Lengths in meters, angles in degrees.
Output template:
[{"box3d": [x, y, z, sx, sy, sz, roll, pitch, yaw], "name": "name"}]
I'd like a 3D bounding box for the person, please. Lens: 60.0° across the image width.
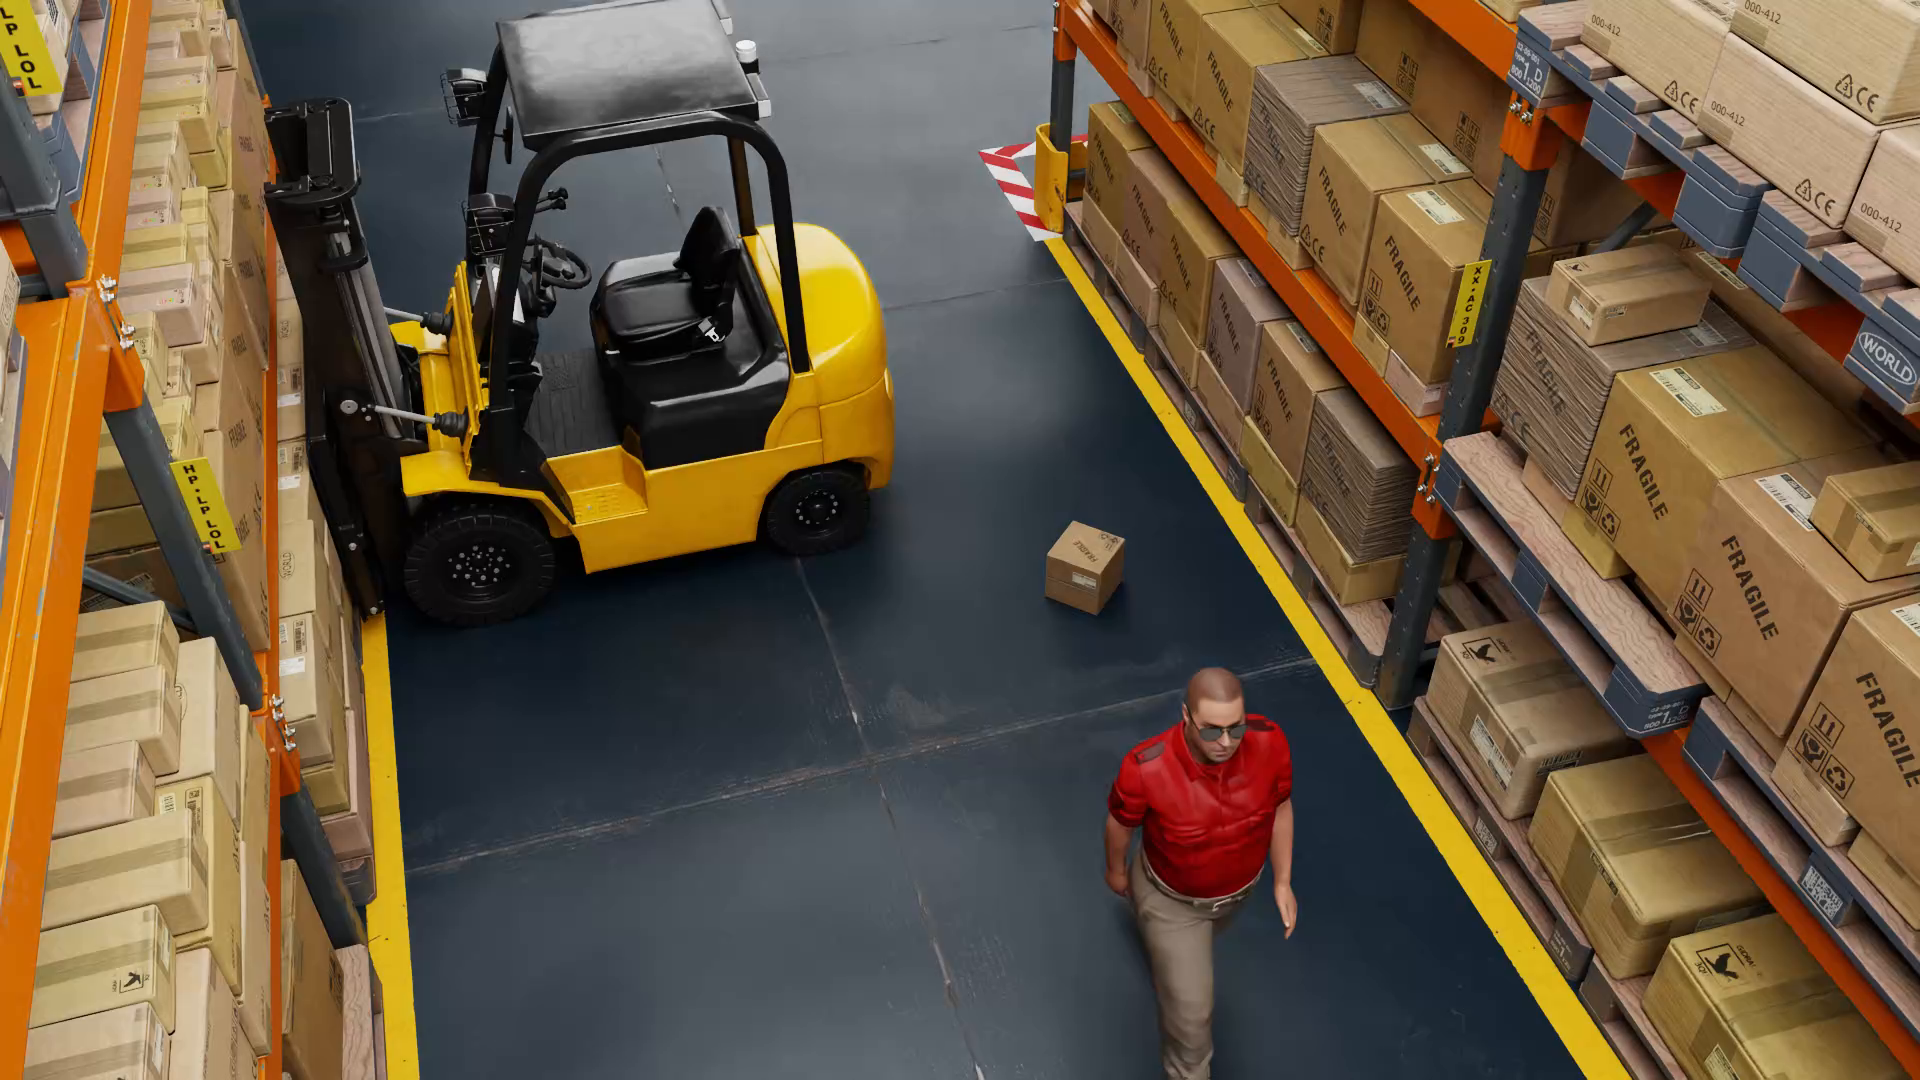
[{"box3d": [0.725, 1.014, 5.041, 0.532, 1.674, 1.030, -16, 44, -17], "name": "person"}]
